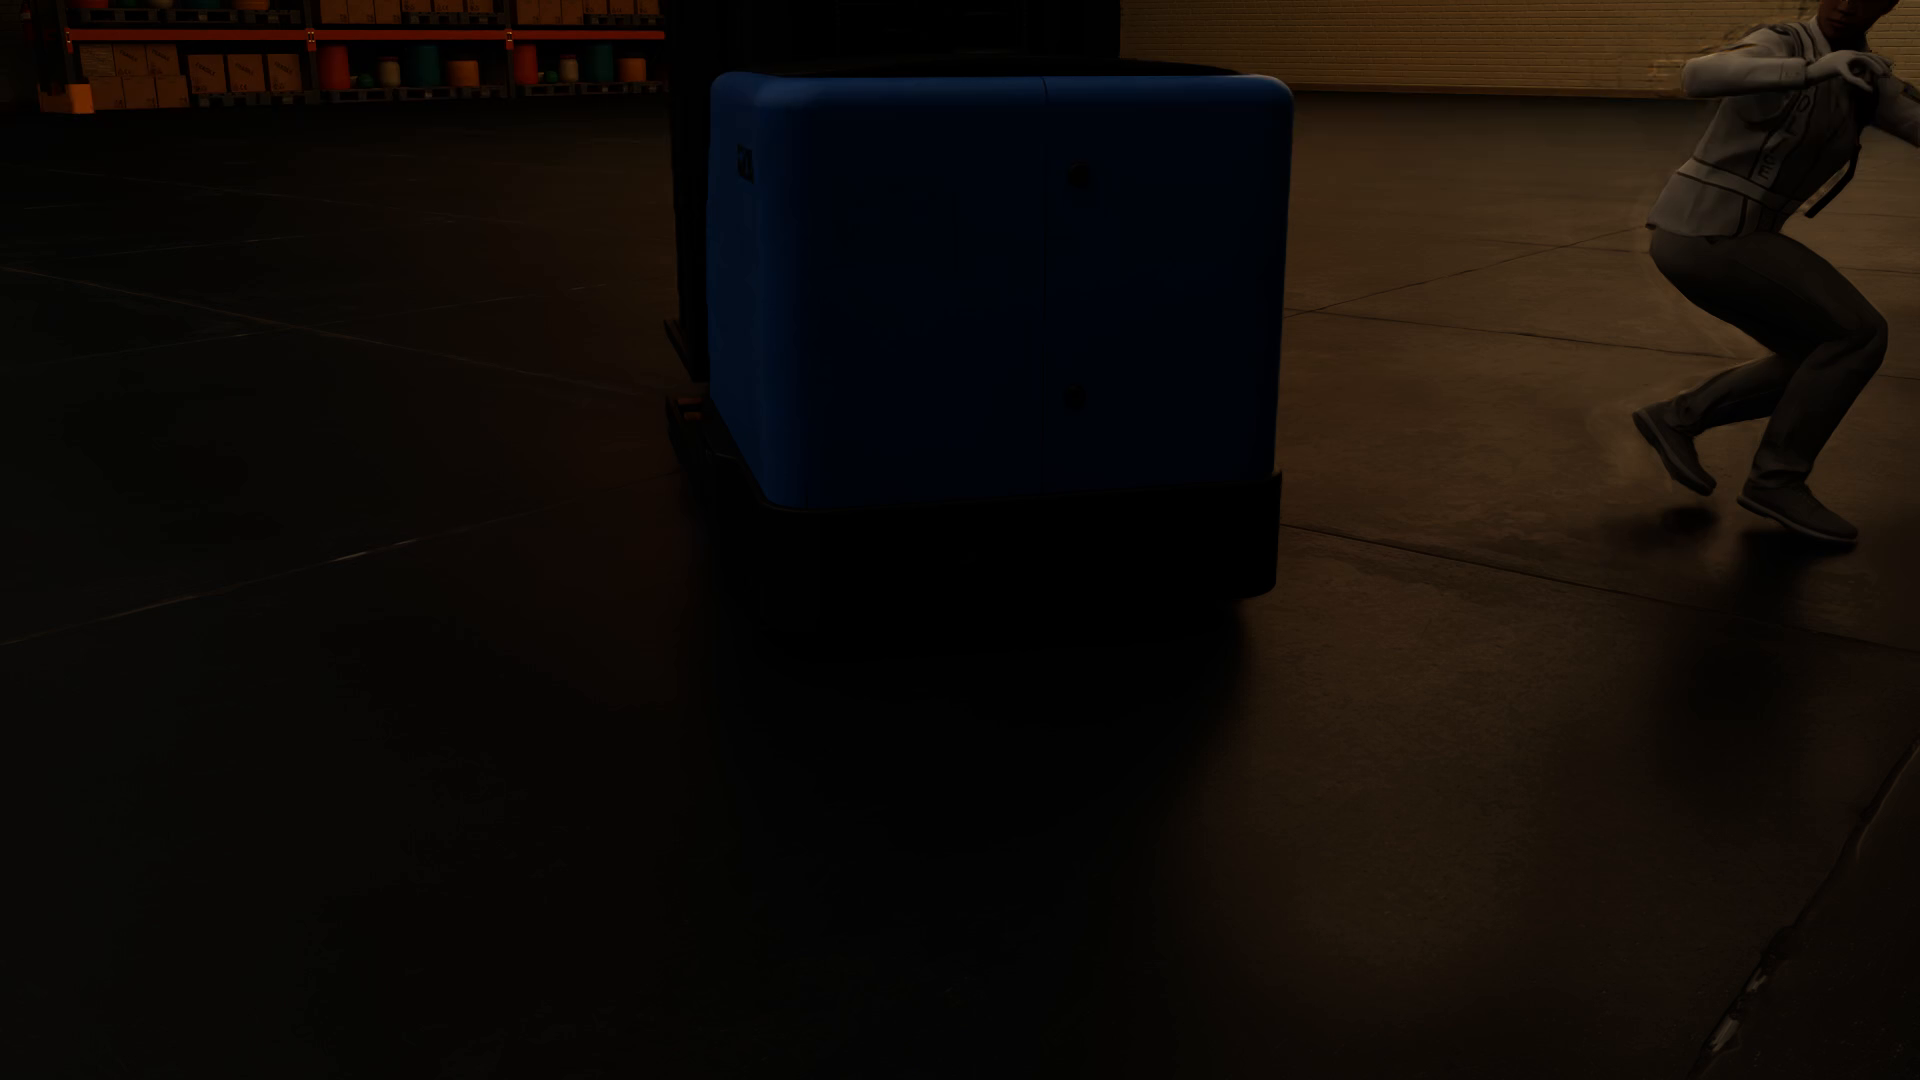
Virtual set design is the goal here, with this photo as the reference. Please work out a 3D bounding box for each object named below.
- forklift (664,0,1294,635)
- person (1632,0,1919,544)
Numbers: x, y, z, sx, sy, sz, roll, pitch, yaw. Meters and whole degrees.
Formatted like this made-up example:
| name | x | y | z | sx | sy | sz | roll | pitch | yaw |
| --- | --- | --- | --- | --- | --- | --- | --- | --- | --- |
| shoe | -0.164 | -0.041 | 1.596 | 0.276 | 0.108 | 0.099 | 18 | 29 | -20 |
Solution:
| name | x | y | z | sx | sy | sz | roll | pitch | yaw |
| --- | --- | --- | --- | --- | --- | --- | --- | --- | --- |
| forklift | -0.218 | -1.613 | 4.210 | 1.130 | 2.935 | 3.031 | -4 | 17 | -14 |
| person | 2.069 | -0.695 | 3.850 | 0.945 | 1.401 | 0.708 | 13 | 21 | 37 |
